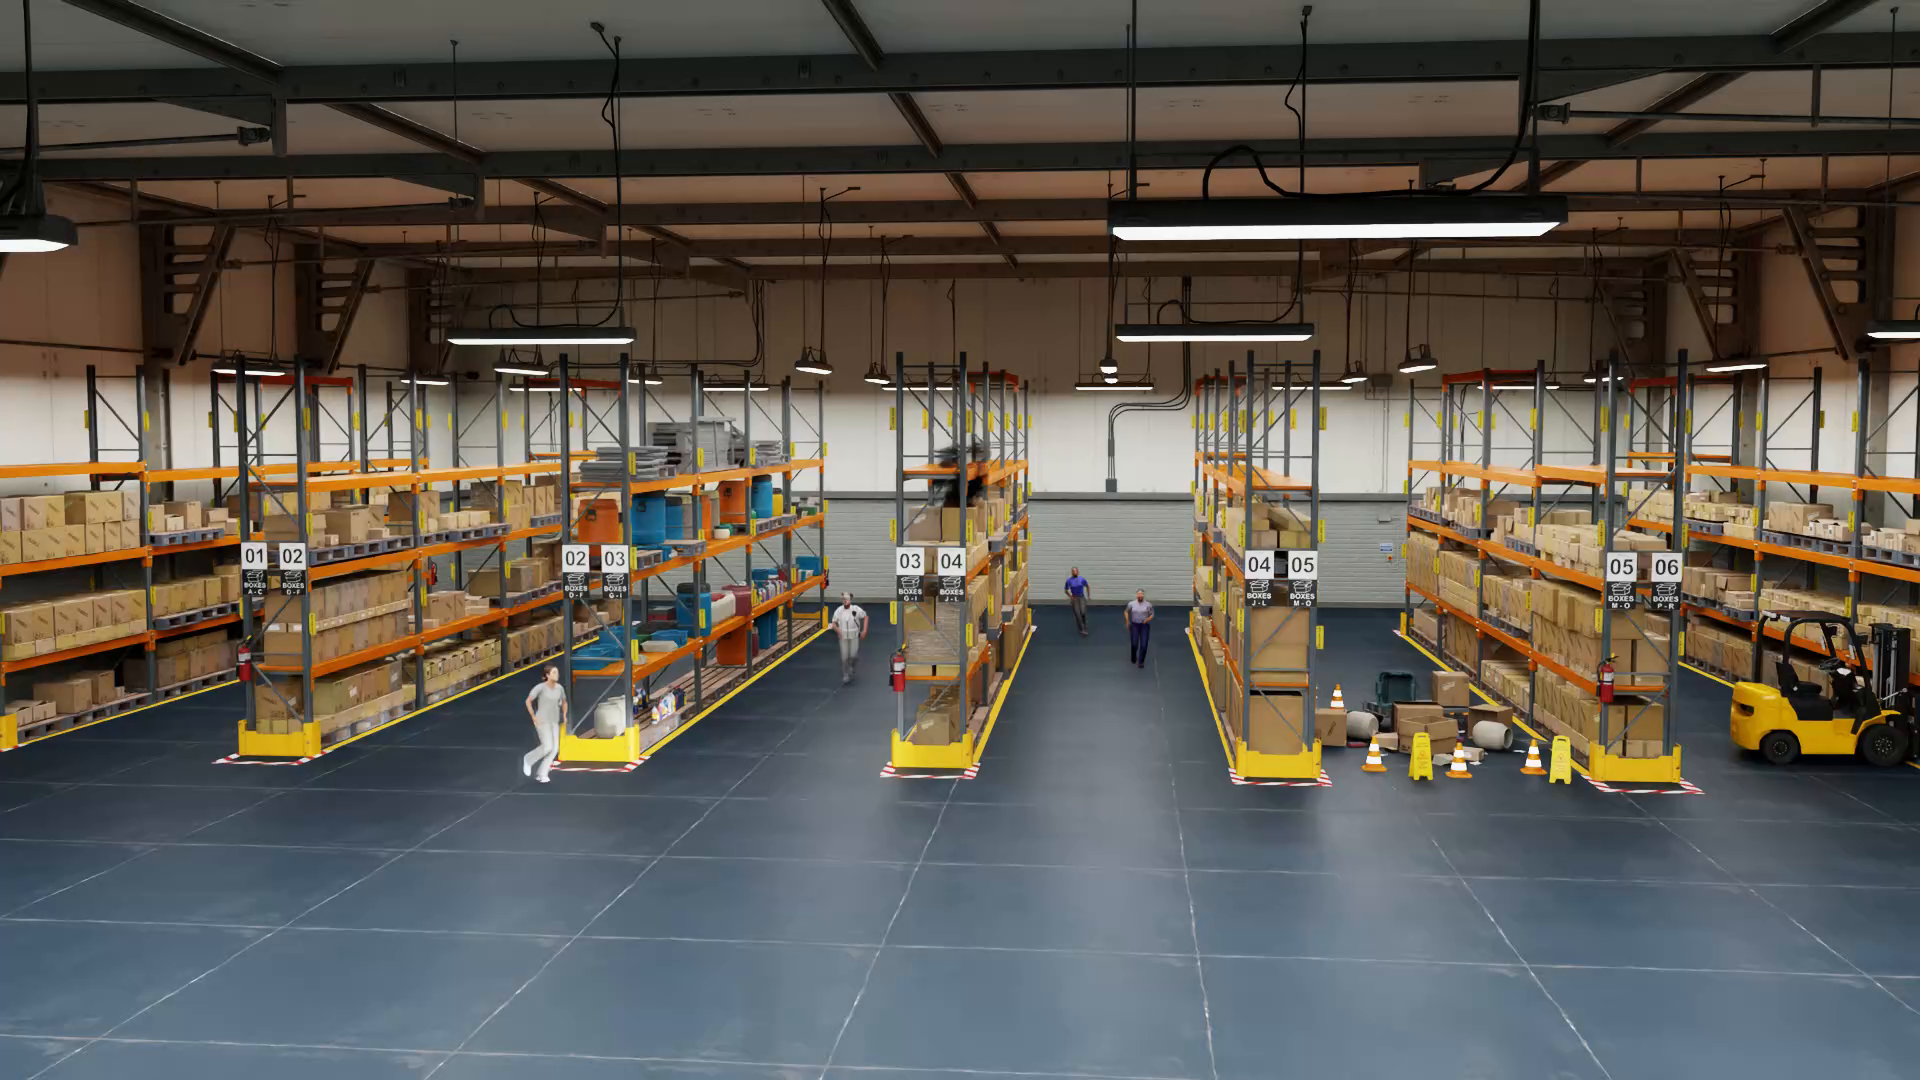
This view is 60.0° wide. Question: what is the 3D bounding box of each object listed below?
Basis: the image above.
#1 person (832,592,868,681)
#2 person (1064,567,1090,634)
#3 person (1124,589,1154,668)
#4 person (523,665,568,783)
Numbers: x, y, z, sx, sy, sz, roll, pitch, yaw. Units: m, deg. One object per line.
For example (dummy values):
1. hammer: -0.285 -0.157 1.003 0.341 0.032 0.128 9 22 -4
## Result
1. person: -2.135 1.863 32.072 0.690 1.748 0.657 0 4 3
2. person: 2.769 1.431 39.134 0.626 1.594 0.518 0 4 0
3. person: 3.650 1.802 33.786 0.603 1.606 0.532 0 4 3
4. person: -5.762 2.544 23.271 0.534 1.613 0.607 3 5 38
